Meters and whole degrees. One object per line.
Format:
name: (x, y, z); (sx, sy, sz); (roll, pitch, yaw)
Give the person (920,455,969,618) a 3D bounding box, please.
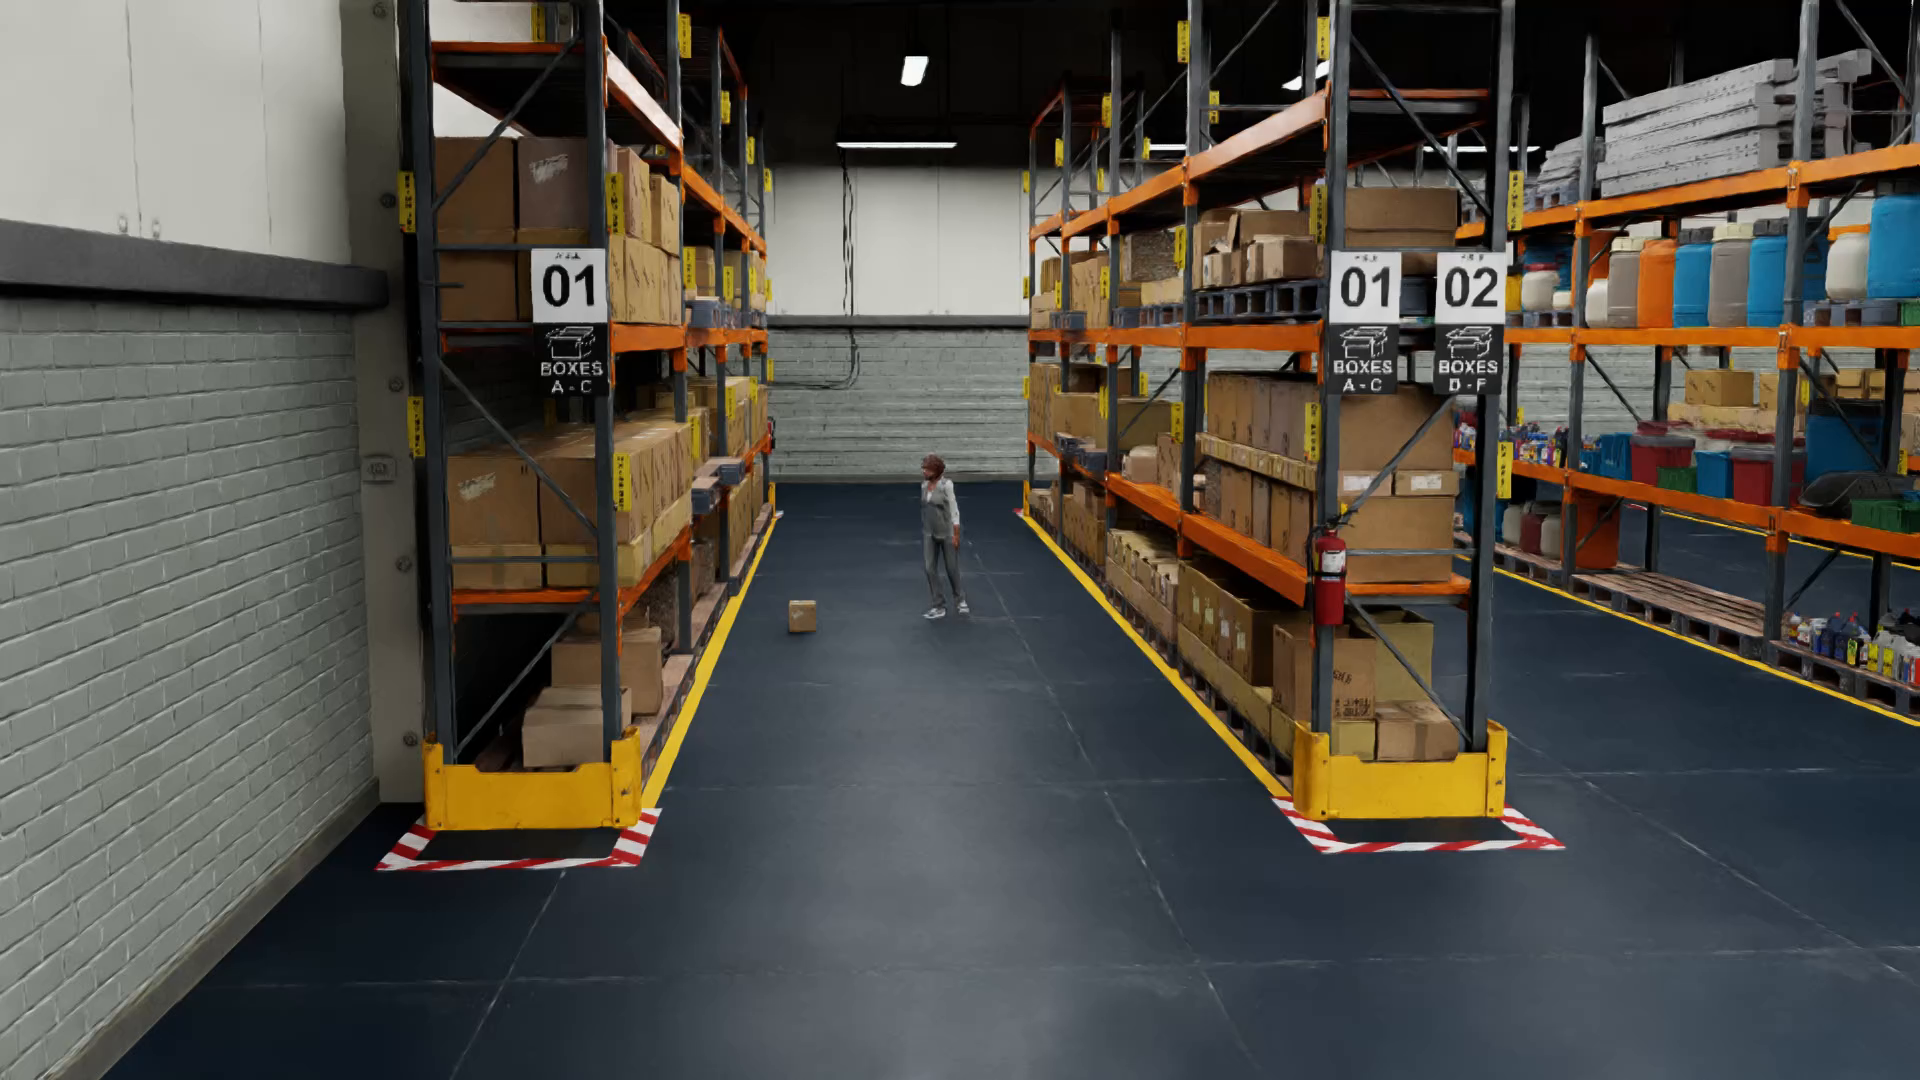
person: (-0.153, -0.045, 16.178); (0.459, 1.587, 0.507); (4, 8, 32)
